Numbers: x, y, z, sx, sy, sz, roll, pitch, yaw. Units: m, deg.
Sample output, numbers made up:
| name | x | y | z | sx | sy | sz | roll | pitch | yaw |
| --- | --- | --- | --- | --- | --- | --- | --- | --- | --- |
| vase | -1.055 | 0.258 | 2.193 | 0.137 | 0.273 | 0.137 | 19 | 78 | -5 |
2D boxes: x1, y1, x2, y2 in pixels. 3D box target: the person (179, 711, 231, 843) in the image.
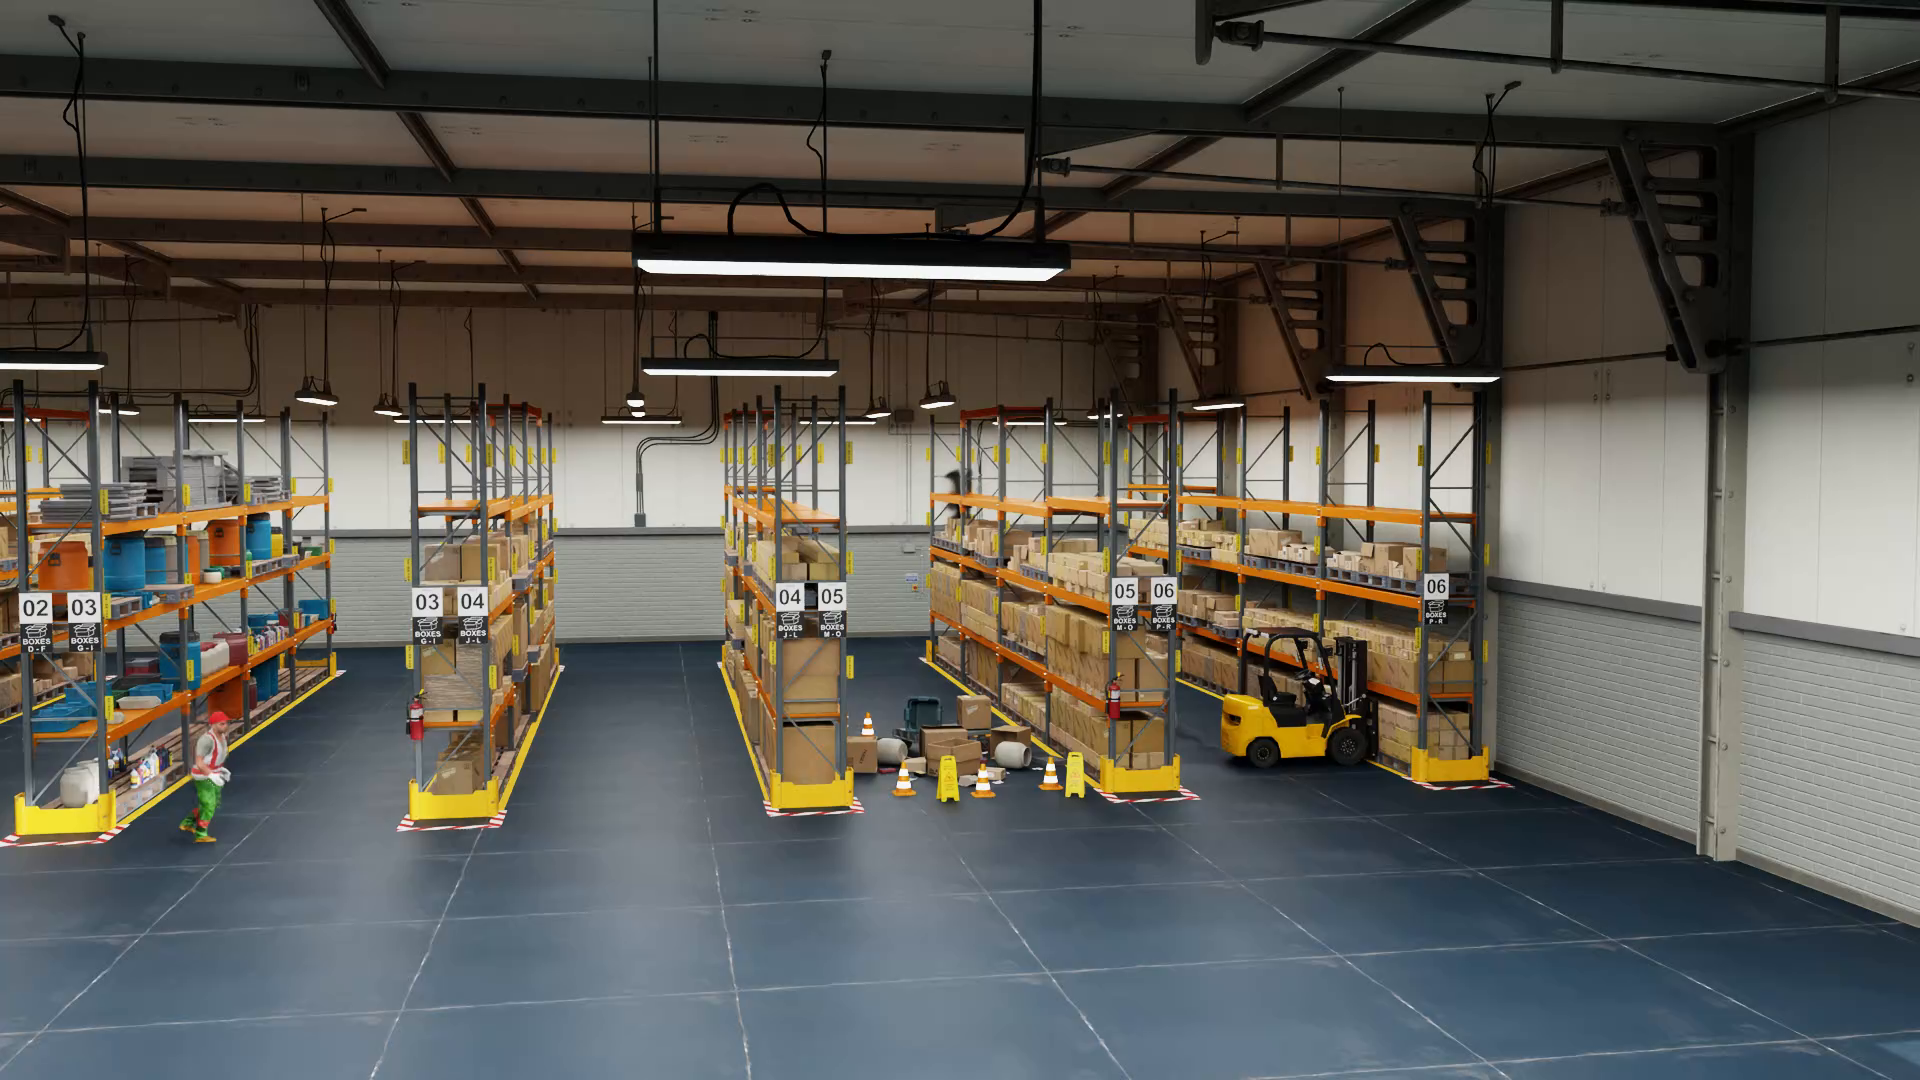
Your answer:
| name | x | y | z | sx | sy | sz | roll | pitch | yaw |
| --- | --- | --- | --- | --- | --- | --- | --- | --- | --- |
| person | -9.753 | 3.058 | 21.456 | 0.789 | 1.717 | 0.641 | 0 | 3 | 2 |
